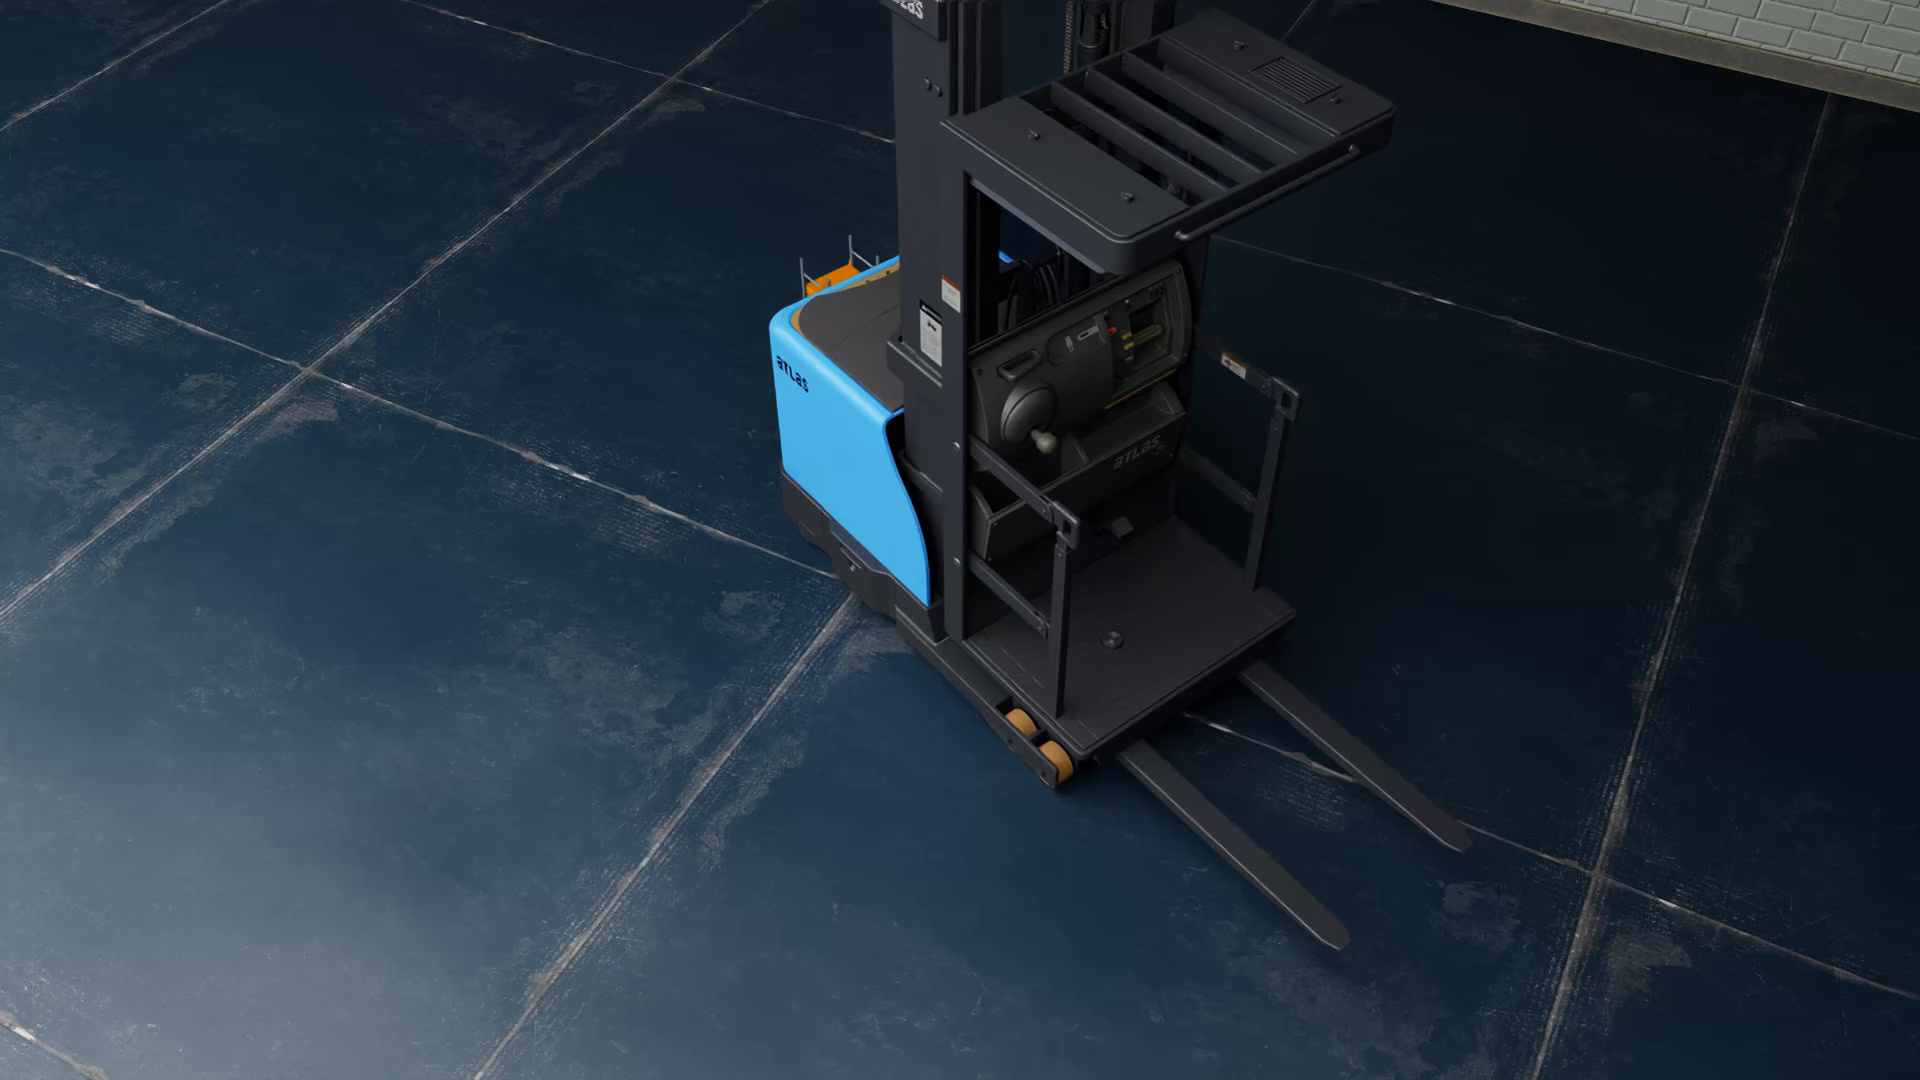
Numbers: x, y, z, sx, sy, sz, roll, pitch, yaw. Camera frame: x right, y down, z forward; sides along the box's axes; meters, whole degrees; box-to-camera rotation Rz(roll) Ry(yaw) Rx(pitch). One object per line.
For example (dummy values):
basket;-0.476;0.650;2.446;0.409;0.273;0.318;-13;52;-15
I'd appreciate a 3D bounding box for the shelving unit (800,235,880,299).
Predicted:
shelving unit;-0.484;-0.766;7.049;0.252;1.050;0.215;-30;53;-26

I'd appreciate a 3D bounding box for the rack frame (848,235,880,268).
rack frame;-0.389;-0.821;7.103;0.008;1.050;0.200;-30;53;-26

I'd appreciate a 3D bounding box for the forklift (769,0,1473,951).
forklift;0.557;-0.530;5.493;1.130;2.935;3.031;-29;52;-26

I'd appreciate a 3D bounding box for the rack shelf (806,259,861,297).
rack shelf;-0.484;-0.958;6.855;0.240;0.259;0.215;-30;53;-26

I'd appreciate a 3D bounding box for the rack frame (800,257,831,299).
rack frame;-0.578;-0.711;6.995;0.008;1.050;0.200;-30;53;-26
